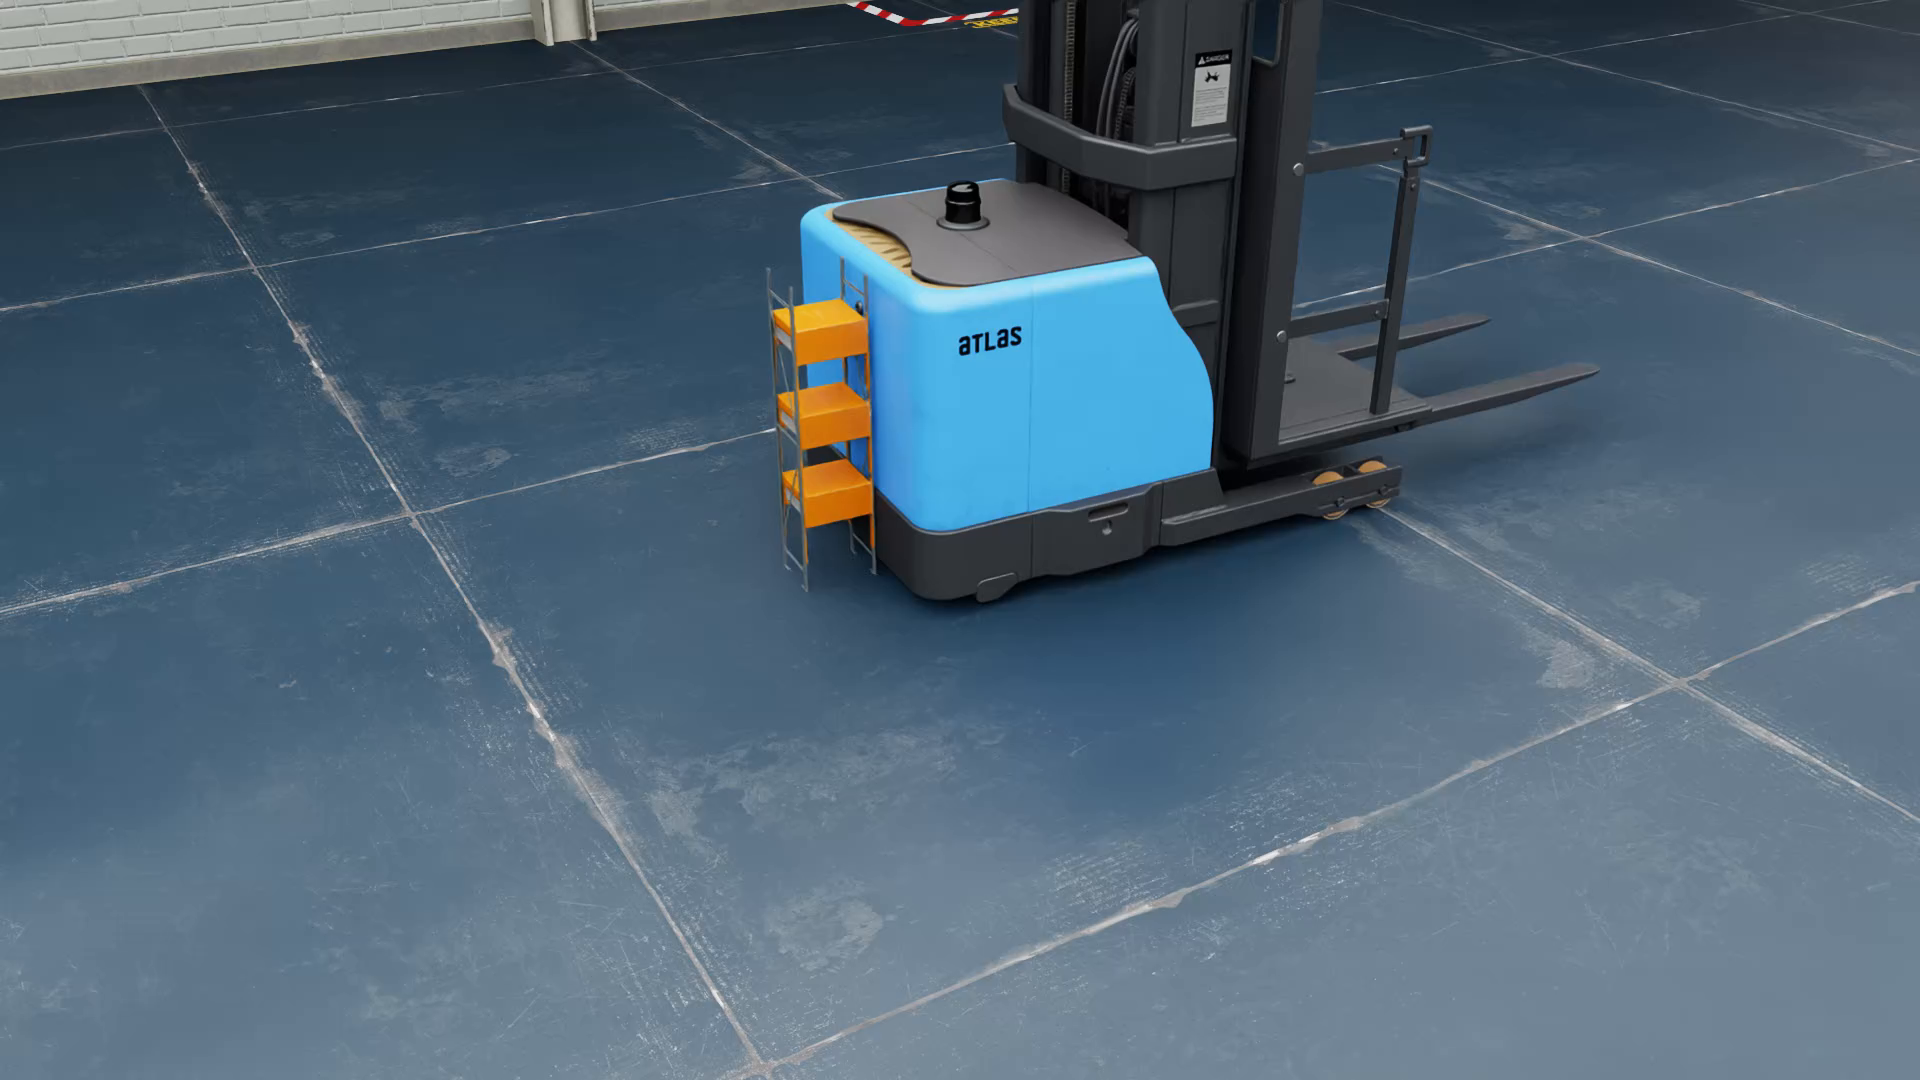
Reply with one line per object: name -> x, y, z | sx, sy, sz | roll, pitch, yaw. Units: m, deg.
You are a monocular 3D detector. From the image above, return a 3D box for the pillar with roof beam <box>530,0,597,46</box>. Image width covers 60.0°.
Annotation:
pillar with roof beam -> -0.823, -5.964, 7.243 | 0.400, 9.000, 9.100 | -16, 33, -26

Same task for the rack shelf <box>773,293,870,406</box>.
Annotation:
rack shelf -> -0.436, -0.596, 5.178 | 0.240, 0.259, 0.215 | -14, 32, -23

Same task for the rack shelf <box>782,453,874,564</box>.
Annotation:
rack shelf -> -0.436, -0.104, 5.450 | 0.240, 0.259, 0.215 | -14, 32, -23

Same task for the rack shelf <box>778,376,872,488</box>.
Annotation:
rack shelf -> -0.436, -0.348, 5.315 | 0.240, 0.259, 0.215 | -14, 32, -23

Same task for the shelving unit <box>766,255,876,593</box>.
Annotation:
shelving unit -> -0.436, -0.357, 5.310 | 0.252, 1.050, 0.215 | -14, 32, -23

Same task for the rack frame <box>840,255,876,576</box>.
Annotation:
rack frame -> -0.327, -0.384, 5.359 | 0.008, 1.050, 0.200 | -14, 32, -23

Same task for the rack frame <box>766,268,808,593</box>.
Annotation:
rack frame -> -0.545, -0.330, 5.262 | 0.008, 1.050, 0.200 | -14, 32, -23

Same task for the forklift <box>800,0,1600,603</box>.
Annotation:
forklift -> 1.005, -1.568, 5.558 | 3.031, 2.935, 1.130 | -14, 32, -23
